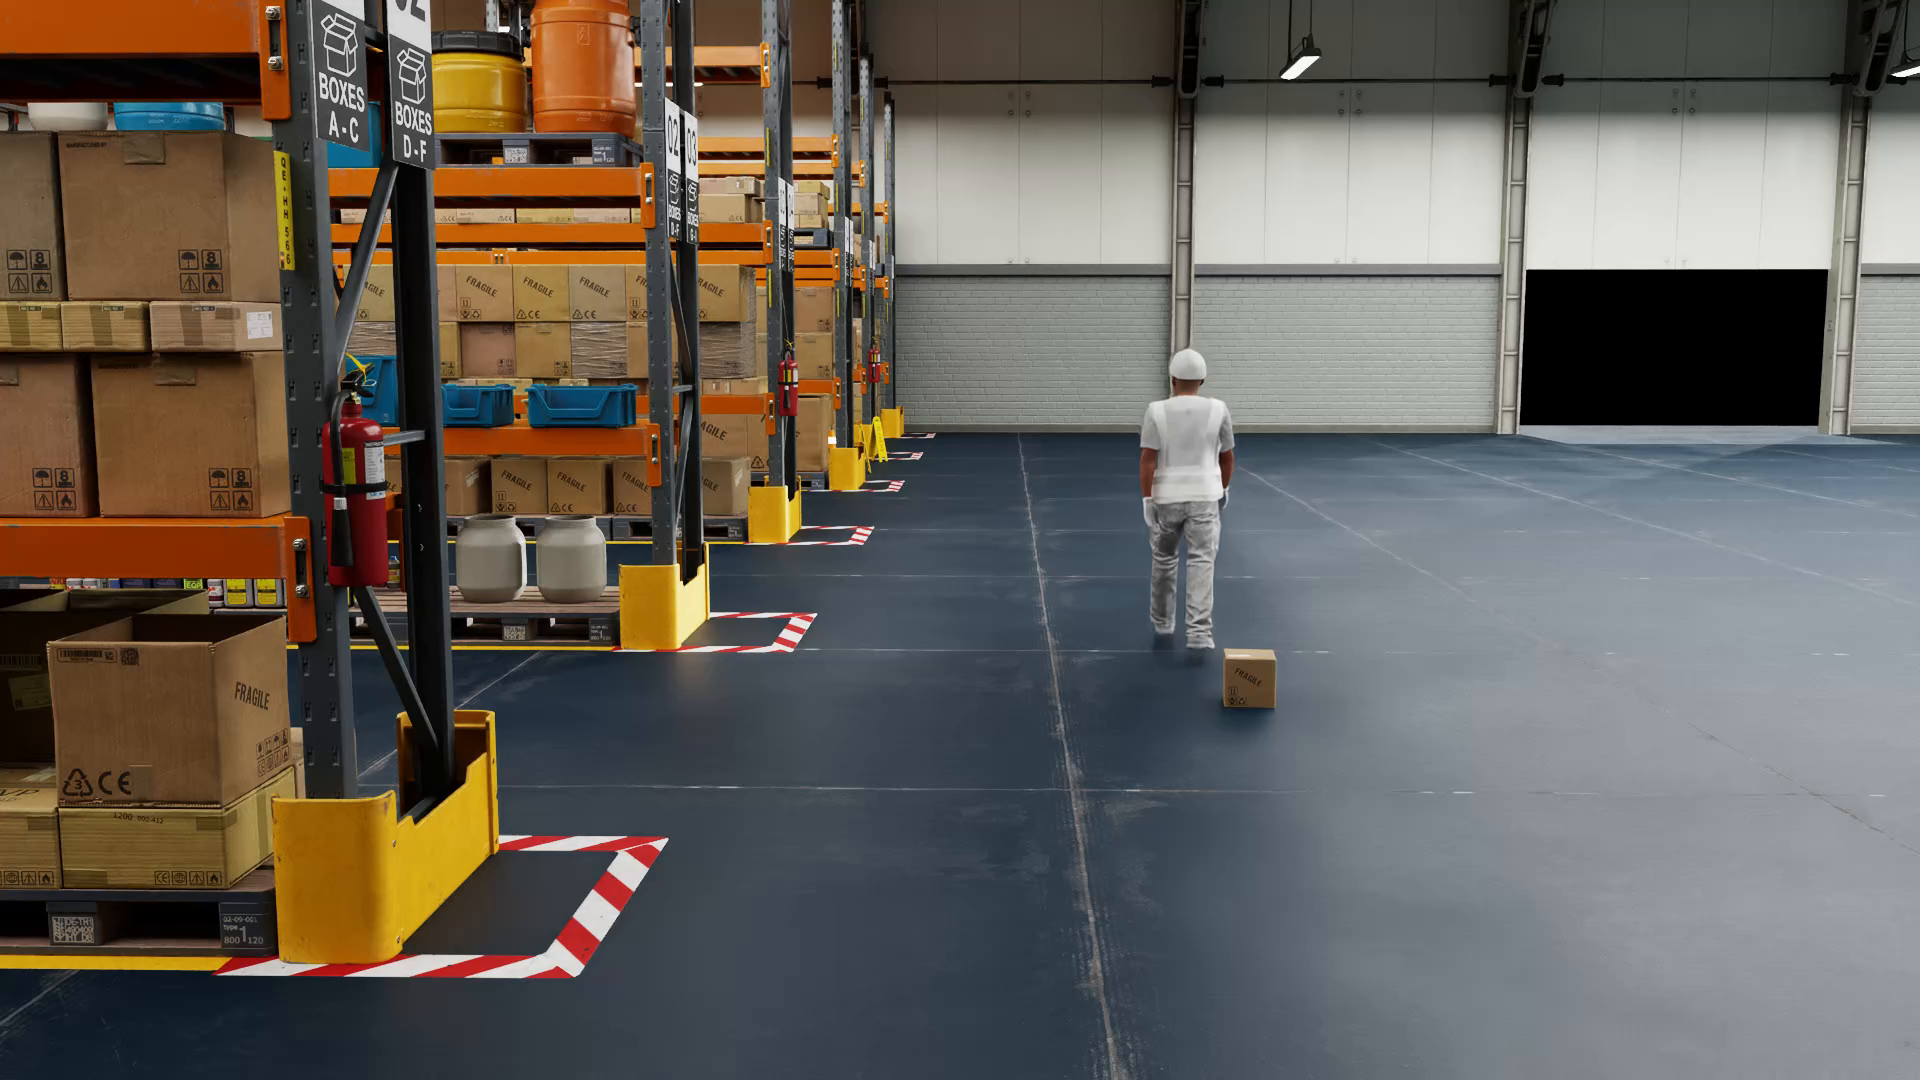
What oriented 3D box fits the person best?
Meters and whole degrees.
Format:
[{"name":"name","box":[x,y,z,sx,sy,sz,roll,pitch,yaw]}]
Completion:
[{"name":"person","box":[1.330,-0.252,9.745,0.541,1.729,1.062,1,7,9]}]
